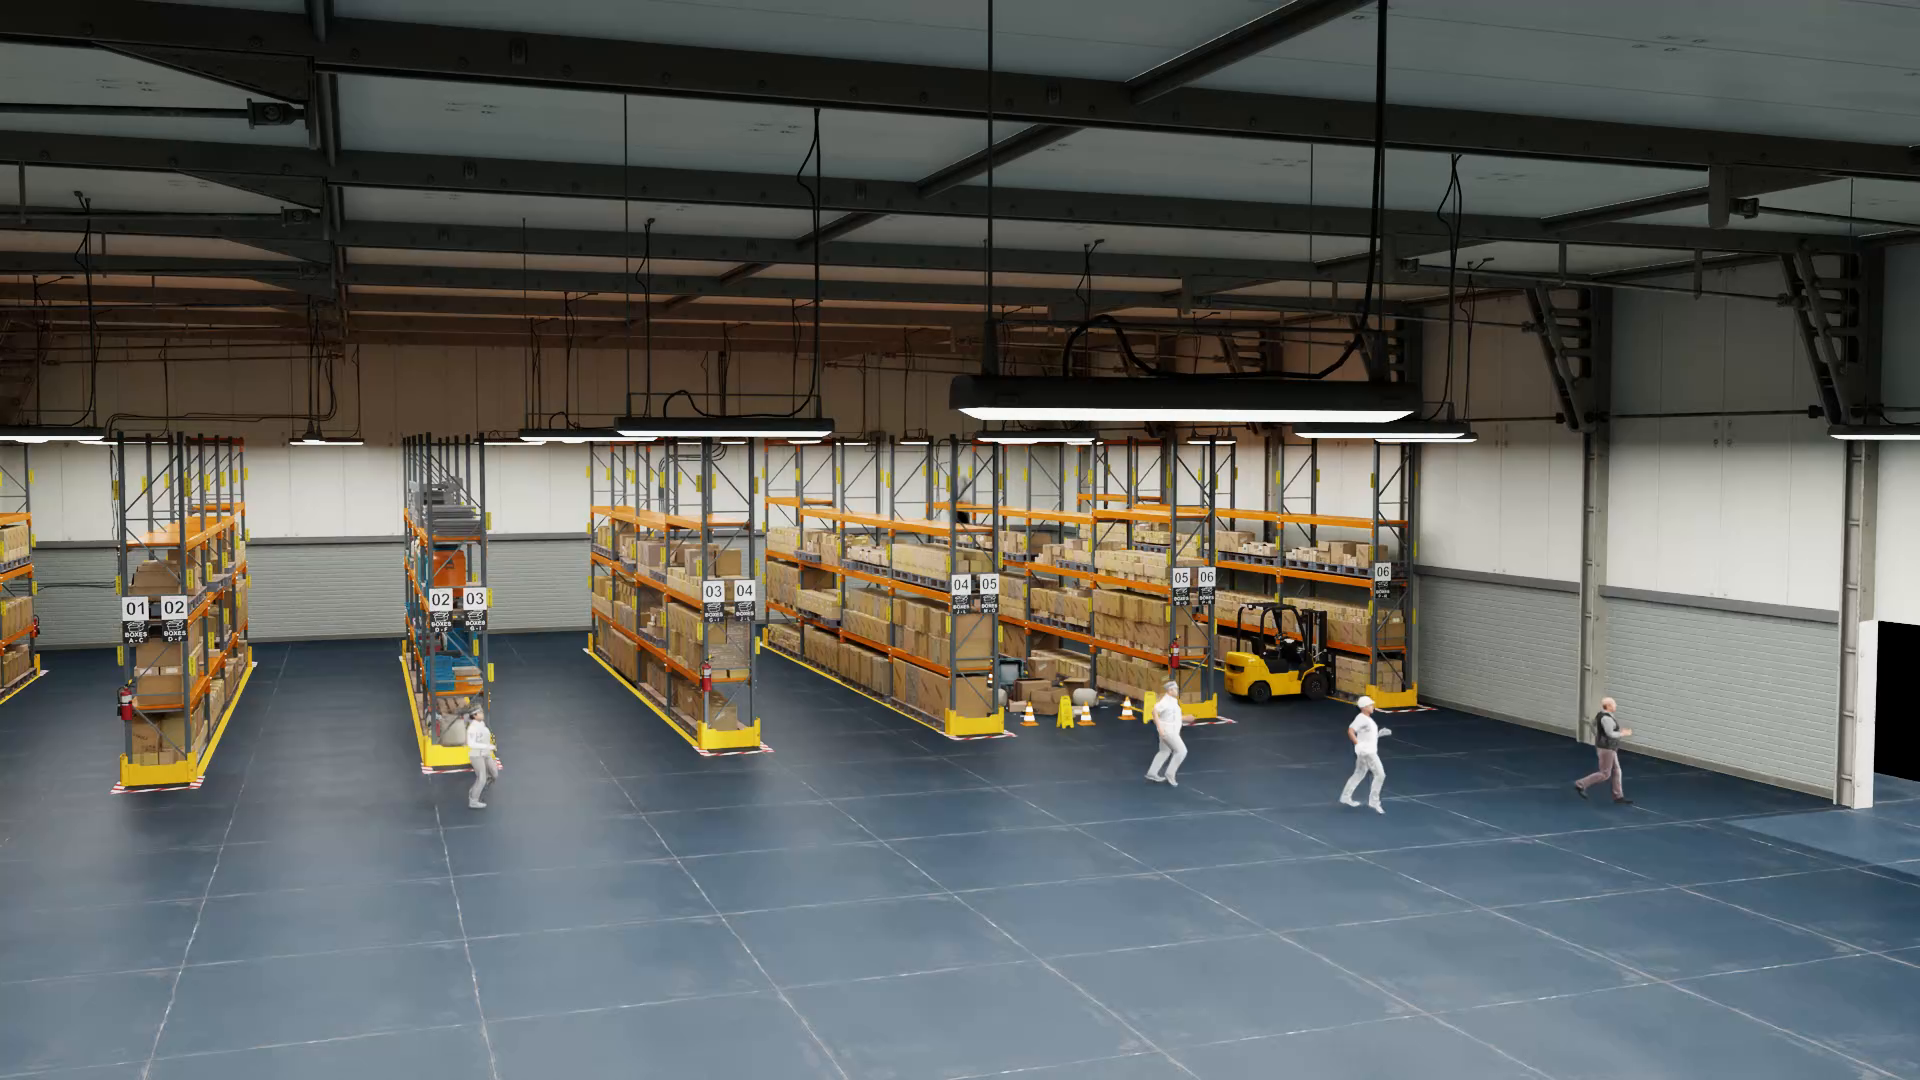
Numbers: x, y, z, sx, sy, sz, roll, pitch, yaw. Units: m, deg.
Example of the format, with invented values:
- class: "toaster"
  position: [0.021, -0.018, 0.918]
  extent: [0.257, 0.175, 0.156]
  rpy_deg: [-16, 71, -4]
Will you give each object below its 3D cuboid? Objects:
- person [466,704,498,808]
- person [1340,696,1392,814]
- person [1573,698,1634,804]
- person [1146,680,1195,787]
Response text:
- class: "person"
  position: [-7.565, 3.421, 26.397]
  extent: [0.542, 1.654, 0.604]
  rpy_deg: [0, 3, 8]
- class: "person"
  position: [6.382, 3.380, 26.146]
  extent: [0.781, 1.847, 0.660]
  rpy_deg: [1, 3, 10]
- class: "person"
  position: [10.324, 3.370, 26.636]
  extent: [0.924, 1.701, 0.659]
  rpy_deg: [1, 3, 16]
- class: "person"
  position: [3.572, 3.284, 28.218]
  extent: [0.826, 1.815, 0.627]
  rpy_deg: [1, 3, 11]
